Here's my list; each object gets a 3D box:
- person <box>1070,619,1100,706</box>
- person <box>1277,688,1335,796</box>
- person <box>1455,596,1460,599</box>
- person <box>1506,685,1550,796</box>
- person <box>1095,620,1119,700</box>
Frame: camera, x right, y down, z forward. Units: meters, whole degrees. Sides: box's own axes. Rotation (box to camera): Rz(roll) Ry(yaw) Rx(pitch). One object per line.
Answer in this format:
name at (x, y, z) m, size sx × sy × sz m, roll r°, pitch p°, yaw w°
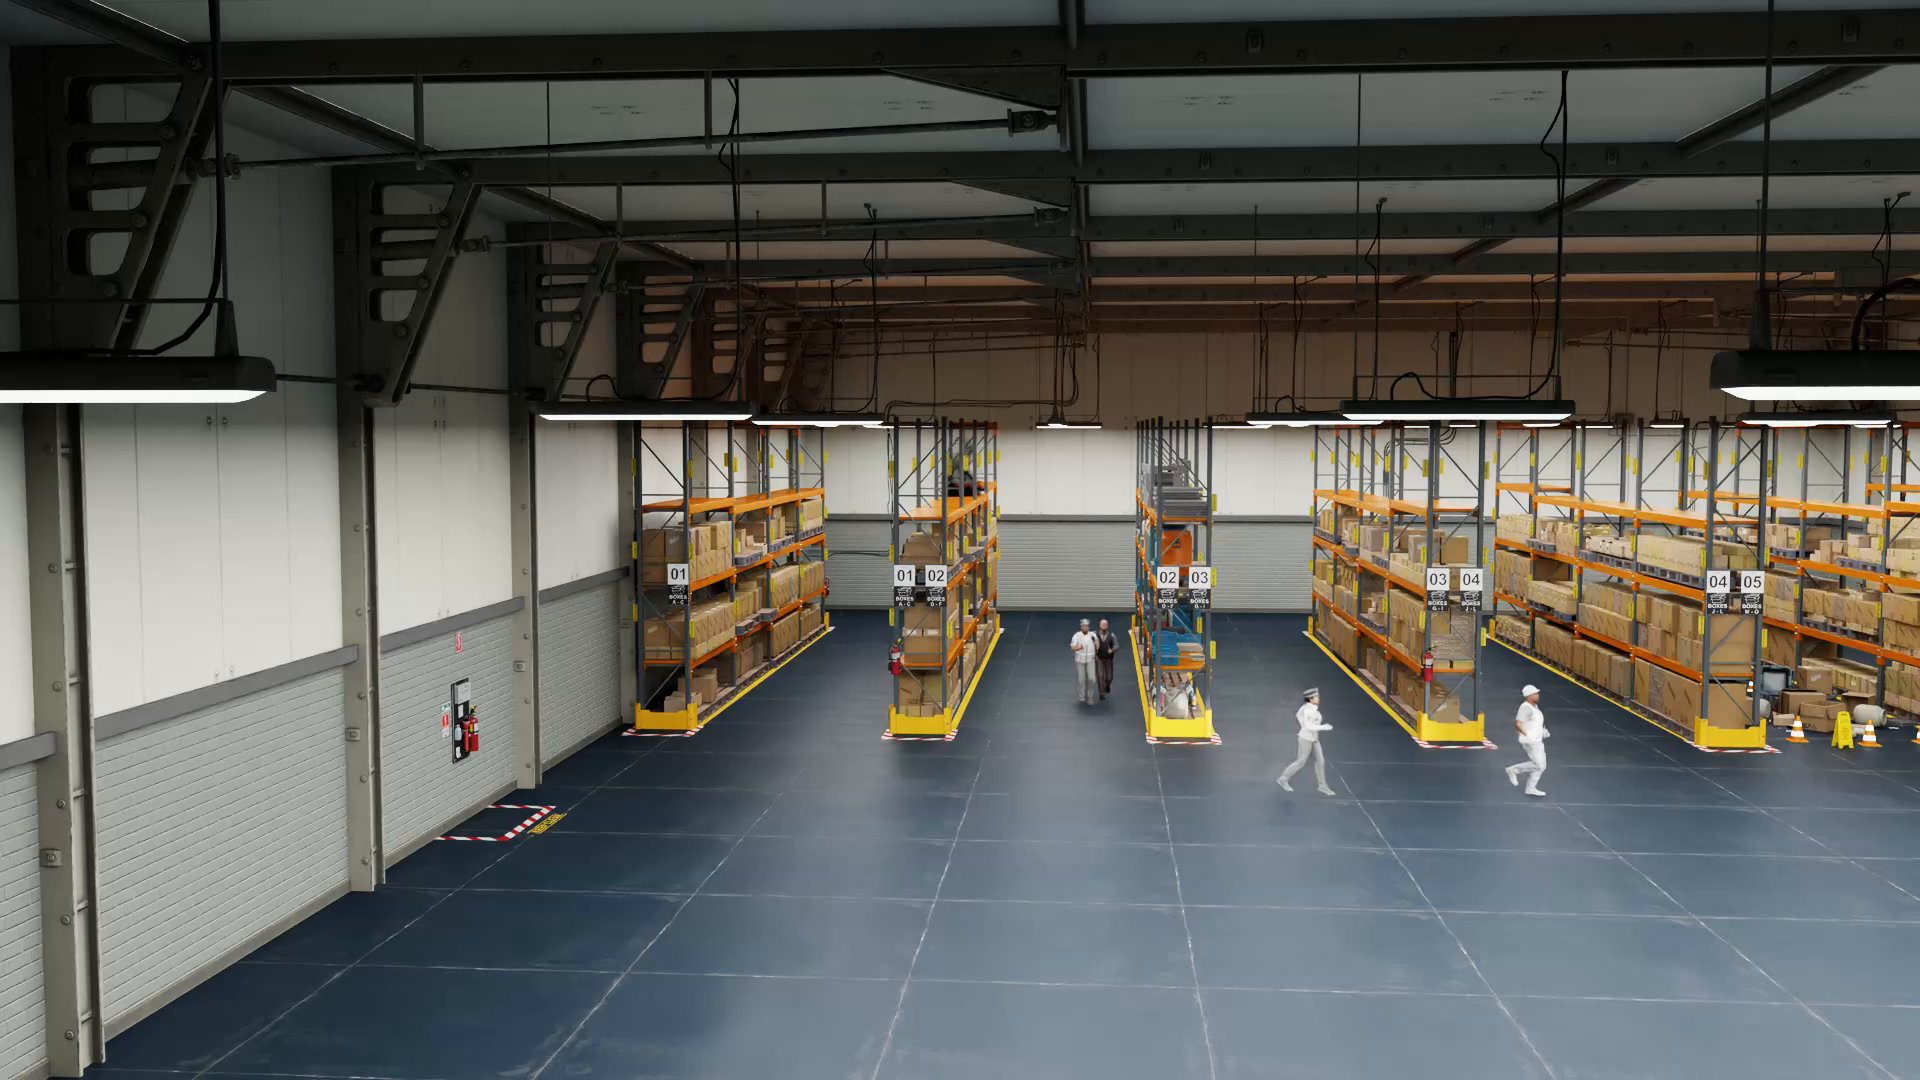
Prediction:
person at (2.628, 2.569, 34.883) m, size 0.621 × 1.836 × 0.727 m, roll 0°, pitch 4°, yaw -2°
person at (5.467, 3.161, 26.138) m, size 0.859 × 1.707 × 0.574 m, roll 2°, pitch 4°, yaw 24°
person at (13.562, 1.905, 46.244) m, size 0.723 × 1.600 × 0.576 m, roll 2°, pitch 4°, yaw 23°
person at (8.946, 3.148, 26.203) m, size 0.602 × 1.737 × 0.689 m, roll 2°, pitch 4°, yaw 32°
person at (3.069, 2.557, 35.602) m, size 0.668 × 1.687 × 0.803 m, roll 0°, pitch 4°, yaw 3°
